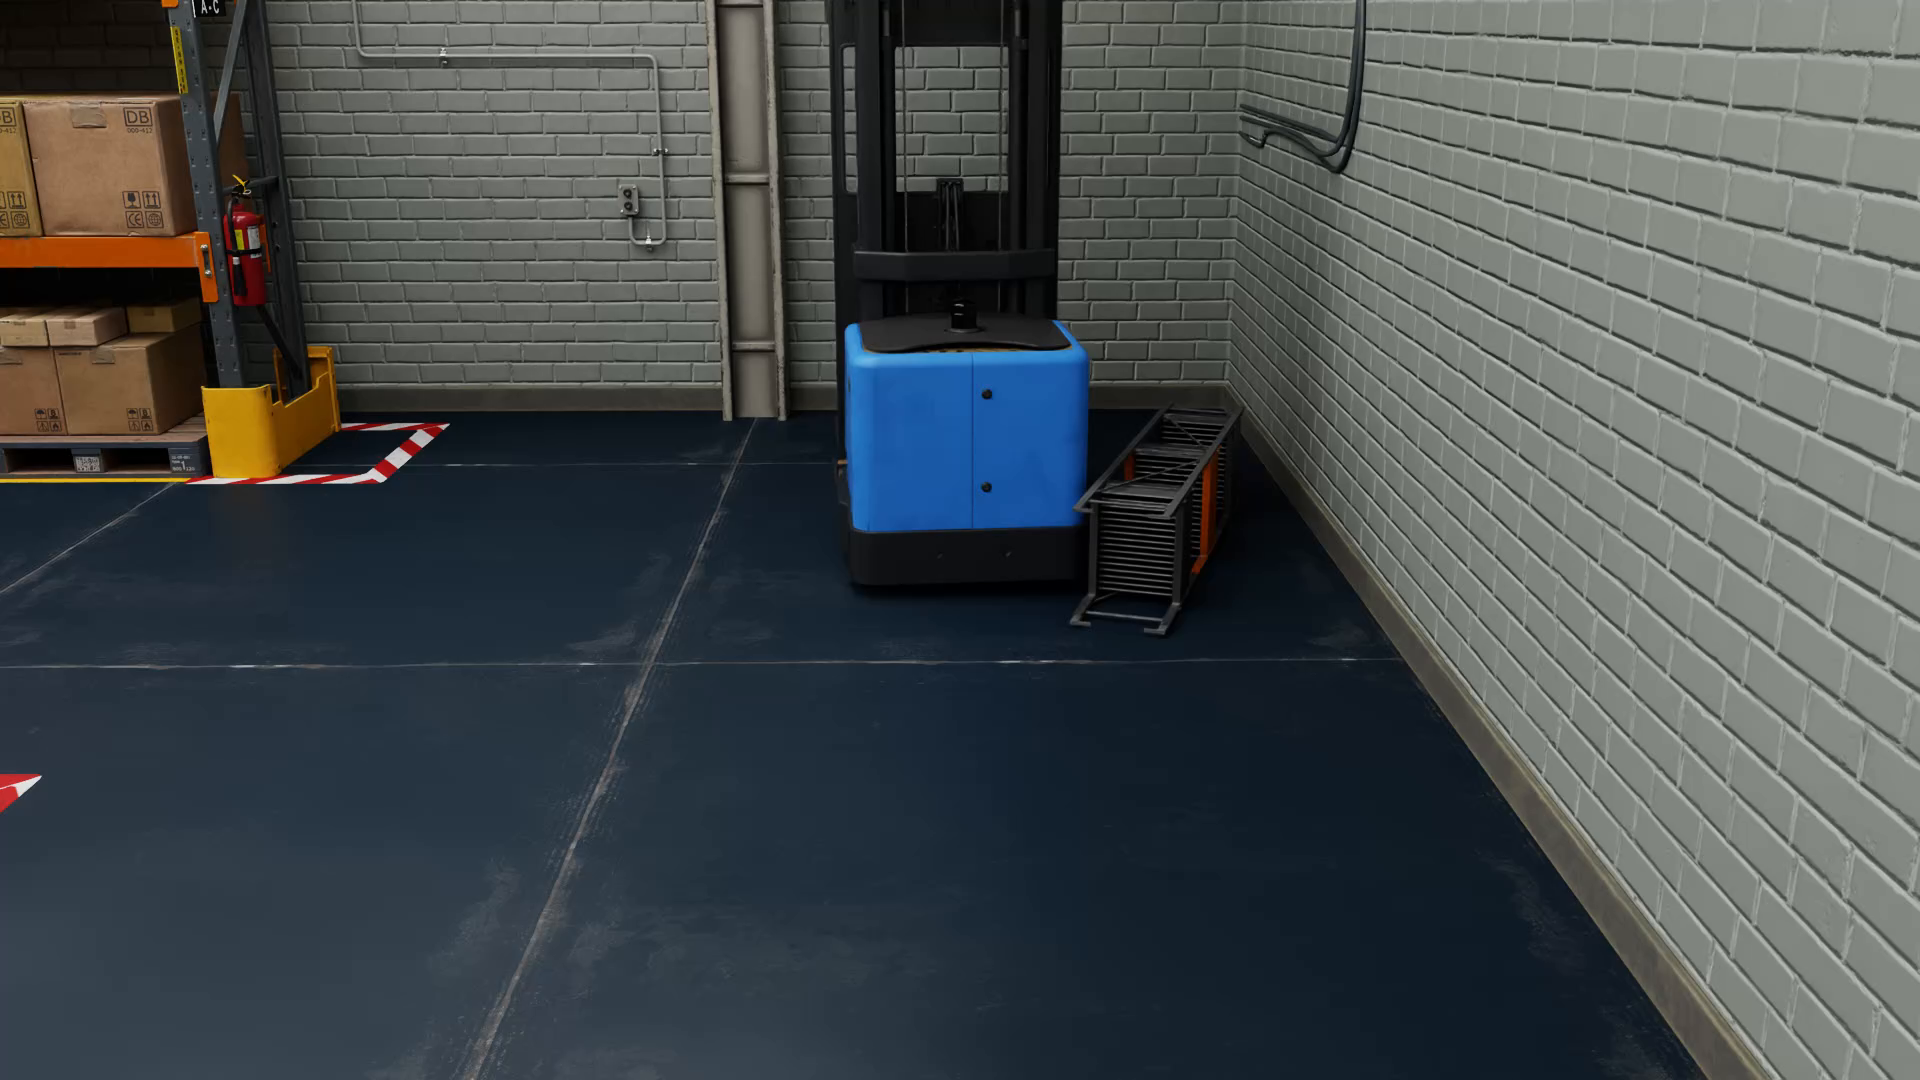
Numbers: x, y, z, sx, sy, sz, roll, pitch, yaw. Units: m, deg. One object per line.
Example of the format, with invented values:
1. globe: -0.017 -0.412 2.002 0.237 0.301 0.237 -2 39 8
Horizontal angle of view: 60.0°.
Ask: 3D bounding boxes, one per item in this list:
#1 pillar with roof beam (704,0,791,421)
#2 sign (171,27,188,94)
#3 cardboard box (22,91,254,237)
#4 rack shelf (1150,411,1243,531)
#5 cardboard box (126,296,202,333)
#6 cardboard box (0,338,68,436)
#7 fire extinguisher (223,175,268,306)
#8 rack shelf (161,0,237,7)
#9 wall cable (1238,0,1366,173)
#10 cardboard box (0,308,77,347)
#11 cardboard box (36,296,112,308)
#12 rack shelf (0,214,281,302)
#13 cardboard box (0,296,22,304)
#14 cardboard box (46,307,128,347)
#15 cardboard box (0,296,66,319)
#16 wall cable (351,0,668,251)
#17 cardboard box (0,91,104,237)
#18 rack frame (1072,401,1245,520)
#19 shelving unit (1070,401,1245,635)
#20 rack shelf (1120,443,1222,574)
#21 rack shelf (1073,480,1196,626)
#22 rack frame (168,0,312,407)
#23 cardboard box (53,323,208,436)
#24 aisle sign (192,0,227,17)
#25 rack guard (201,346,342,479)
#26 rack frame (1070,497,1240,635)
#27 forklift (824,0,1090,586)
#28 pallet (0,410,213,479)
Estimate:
1. pillar with roof beam: -1.212 -3.762 5.044 0.400 9.000 9.100 0 18 -1
2. sign: -3.971 -2.442 8.465 0.005 0.325 0.100 0 18 -1
3. cardboard box: -4.476 -2.081 9.132 0.700 0.700 0.980 1 18 2
4. rack shelf: 1.164 -0.363 8.344 0.431 0.480 0.518 5 18 17
5. cardboard box: -4.542 -1.290 9.500 0.250 0.149 0.380 0 18 0
6. cardboard box: -5.165 -0.917 9.399 0.500 0.500 0.700 0 18 -1
7. fire extinguisher: -3.808 -1.589 8.827 0.183 0.674 0.296 0 18 -1
8. rack shelf: -5.966 -3.019 8.817 4.000 0.370 1.077 0 18 -1
9. wall cable: 1.695 -3.240 8.498 0.112 2.526 3.097 0 18 -1
10. cardboard box: -5.045 -1.170 9.128 0.250 0.149 0.380 0 18 1
11. cardboard box: -5.049 -1.287 9.492 0.250 0.149 0.380 0 18 -1
12. rack shelf: -5.966 -1.591 9.275 4.000 0.370 1.077 0 18 -1
13. cardboard box: -5.554 -1.284 9.484 0.250 0.149 0.380 0 18 0
14. cardboard box: -4.790 -1.172 9.132 0.250 0.149 0.380 0 18 -2
15. cardboard box: -5.299 -1.286 9.488 0.250 0.149 0.380 0 18 0
16. wall cable: -2.701 -2.722 9.960 1.851 1.984 0.084 0 18 -1
17. cardboard box: -5.203 -2.074 9.110 0.700 0.700 0.980 0 18 -1
18. rack frame: 0.960 -0.402 7.646 0.400 0.015 2.100 5 18 17
19. shelving unit: 0.959 -0.169 7.718 0.431 0.503 2.100 5 18 17
20. rack shelf: 0.955 -0.165 7.706 0.431 0.480 0.518 5 18 17
21. rack shelf: 0.746 0.033 7.068 0.431 0.480 0.518 5 18 17
22. rack frame: -3.966 -1.943 9.195 0.127 3.000 1.000 0 18 -1
23. cardboard box: -4.664 -0.919 9.407 0.500 0.500 0.700 0 18 -1
24. aisle sign: -3.889 -3.090 8.513 0.004 0.787 0.394 0 18 -1
25. rack guard: -3.942 -0.753 9.577 0.348 0.500 1.175 0 18 -1
26. rack frame: 0.958 0.064 7.791 0.400 0.015 2.100 5 18 17
27. forklift: -0.093 -1.602 8.244 1.130 2.935 3.031 -2 18 -5
28. pallet: -4.764 -0.588 9.534 1.213 0.211 1.003 0 18 -1
